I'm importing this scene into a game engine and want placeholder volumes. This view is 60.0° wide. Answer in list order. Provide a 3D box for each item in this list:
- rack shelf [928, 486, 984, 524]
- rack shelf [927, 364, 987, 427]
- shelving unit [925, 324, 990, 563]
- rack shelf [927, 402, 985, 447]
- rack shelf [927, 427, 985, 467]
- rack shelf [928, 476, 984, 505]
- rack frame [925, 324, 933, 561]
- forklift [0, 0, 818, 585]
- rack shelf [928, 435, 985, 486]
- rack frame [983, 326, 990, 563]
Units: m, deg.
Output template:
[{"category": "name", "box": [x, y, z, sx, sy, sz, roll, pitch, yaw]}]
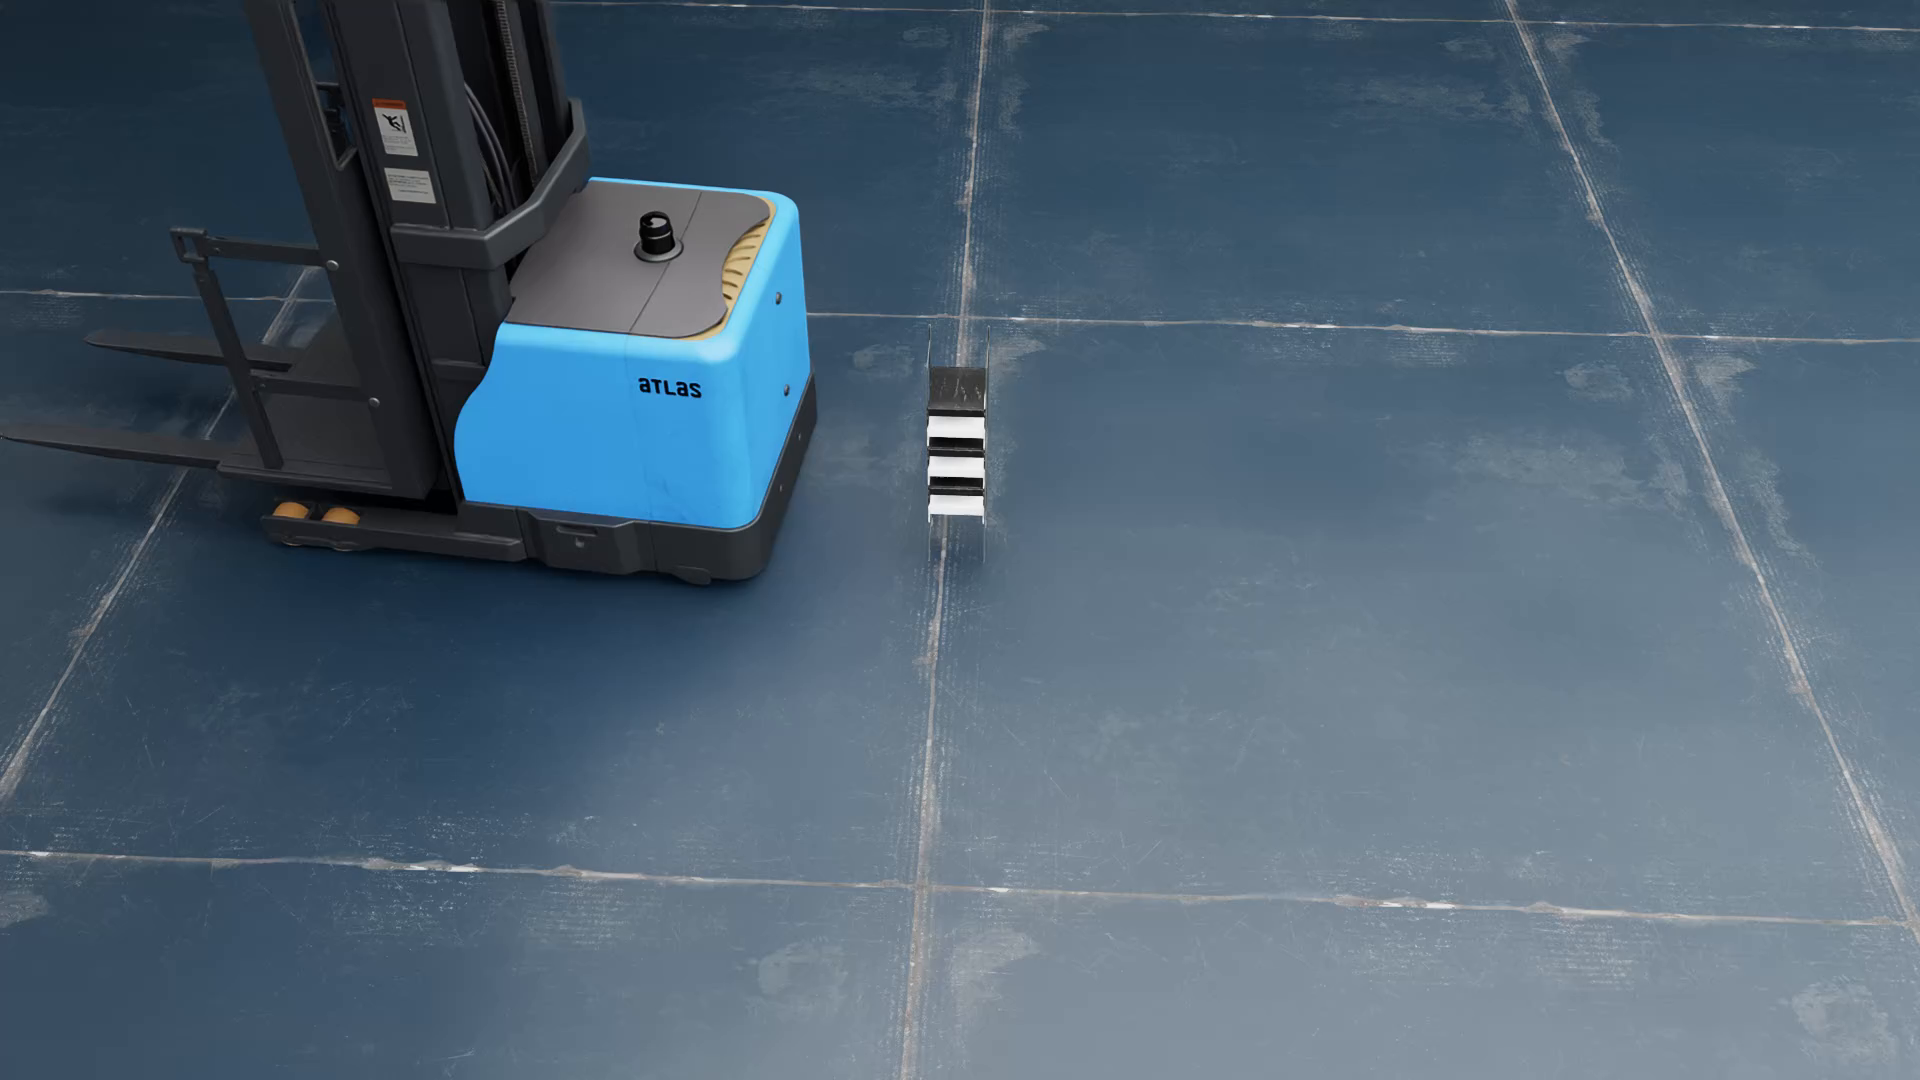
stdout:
[{"category": "rack shelf", "box": [-0.008, -0.173, 6.089, 0.200, 0.077, 0.258, 2, 43, 2]}, {"category": "rack shelf", "box": [-0.008, -0.503, 5.782, 0.200, 0.077, 0.258, 2, 43, 2]}, {"category": "shelving unit", "box": [-0.008, -0.330, 5.944, 0.210, 0.900, 0.258, 2, 43, 2]}, {"category": "rack shelf", "box": [-0.008, -0.437, 5.844, 0.200, 0.077, 0.258, 2, 43, 2]}, {"category": "rack shelf", "box": [-0.008, -0.371, 5.905, 0.200, 0.077, 0.258, 2, 43, 2]}, {"category": "rack shelf", "box": [-0.008, -0.239, 6.028, 0.200, 0.077, 0.258, 2, 43, 2]}, {"category": "rack frame", "box": [-0.110, -0.333, 5.947, 0.006, 0.900, 0.240, 2, 43, 2]}, {"category": "forklift", "box": [-2.135, -1.379, 5.580, 3.031, 2.935, 1.130, 6, 43, 7]}, {"category": "rack shelf", "box": [-0.008, -0.305, 5.966, 0.200, 0.077, 0.258, 2, 43, 2]}, {"category": "rack frame", "box": [0.093, -0.326, 5.940, 0.006, 0.900, 0.240, 2, 43, 2]}]
